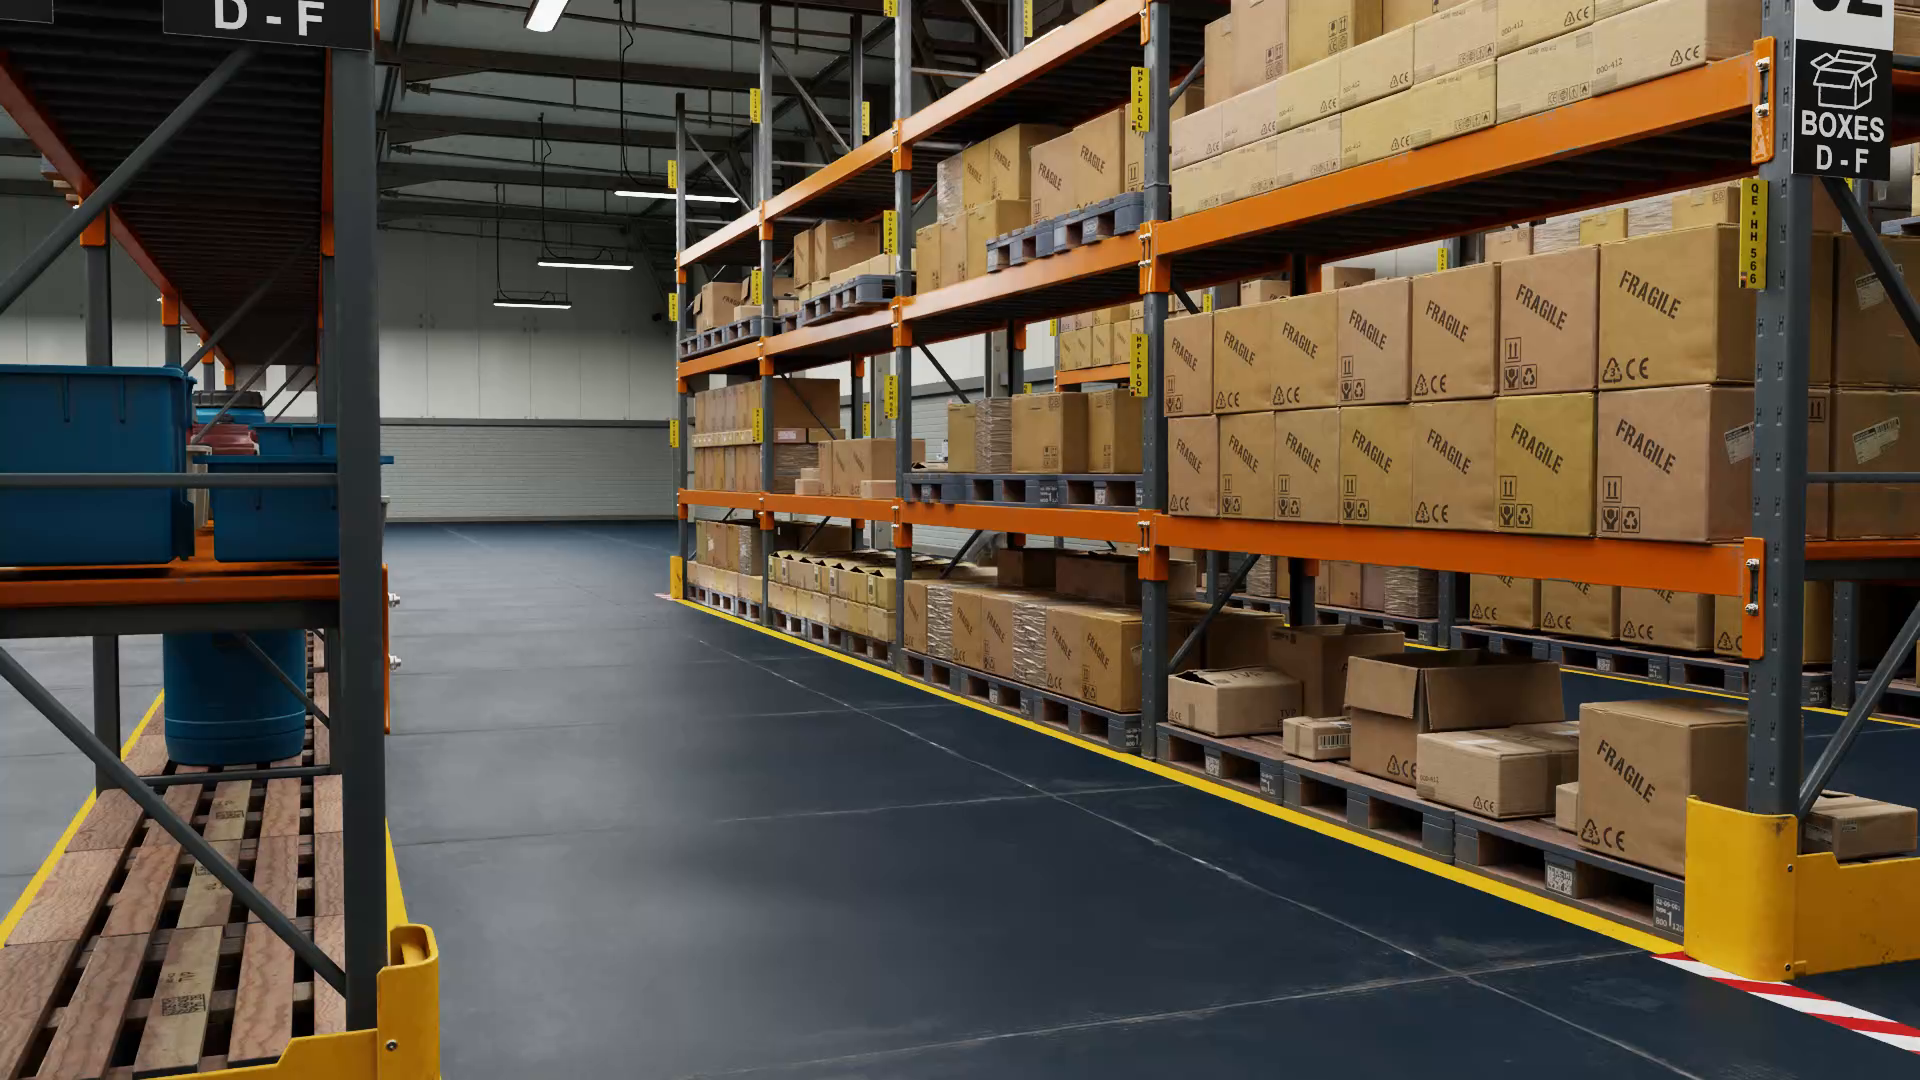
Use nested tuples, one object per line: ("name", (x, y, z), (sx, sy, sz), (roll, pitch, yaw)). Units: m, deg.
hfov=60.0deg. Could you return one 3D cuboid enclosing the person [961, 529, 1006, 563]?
("person", (0.307, -0.083, 18.926), (0.605, 1.645, 0.700), (-2, 3, -36))
